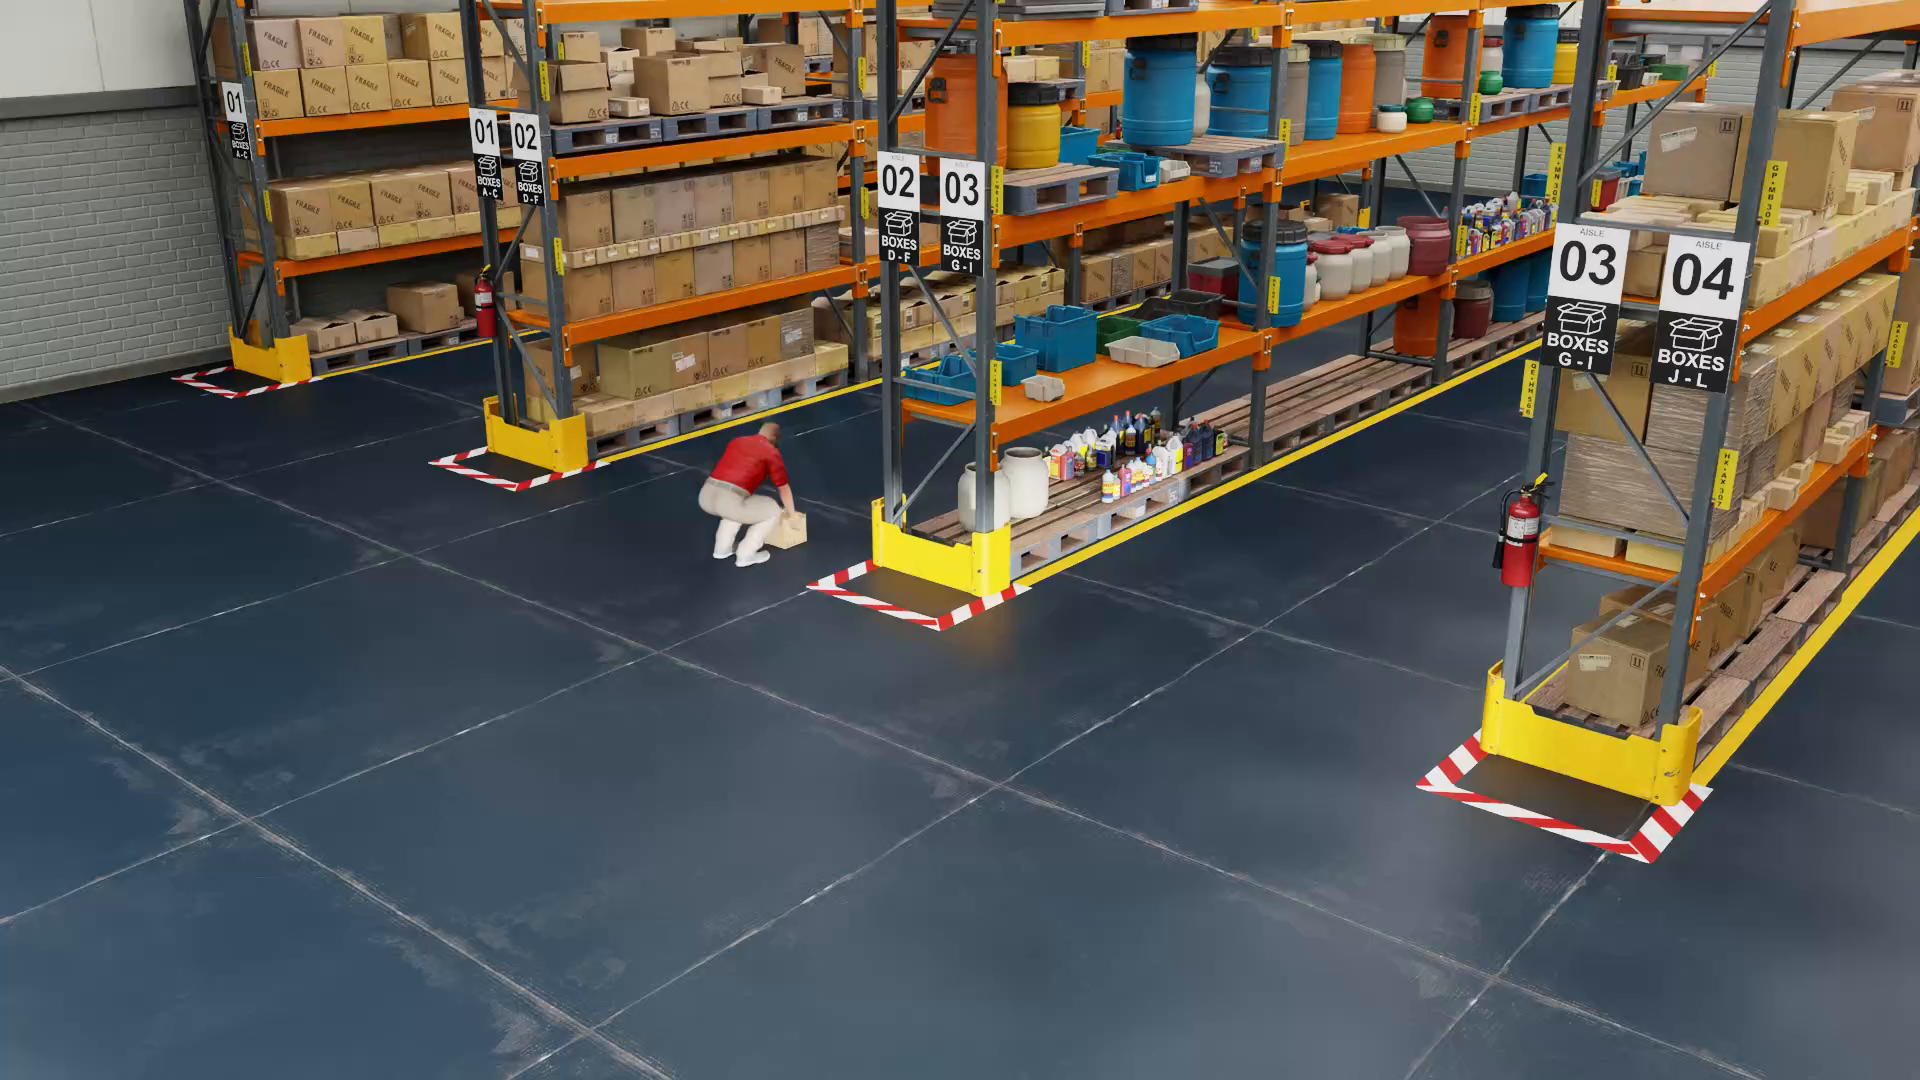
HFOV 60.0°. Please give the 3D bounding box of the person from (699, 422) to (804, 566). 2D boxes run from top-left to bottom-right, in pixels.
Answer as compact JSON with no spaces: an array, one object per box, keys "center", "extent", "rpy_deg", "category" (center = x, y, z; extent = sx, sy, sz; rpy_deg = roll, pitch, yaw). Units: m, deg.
[{"center":[-1.692,-0.367,13.155],"extent":[0.570,1.012,0.865],"rpy_deg":[16,25,36],"category":"person"}]
